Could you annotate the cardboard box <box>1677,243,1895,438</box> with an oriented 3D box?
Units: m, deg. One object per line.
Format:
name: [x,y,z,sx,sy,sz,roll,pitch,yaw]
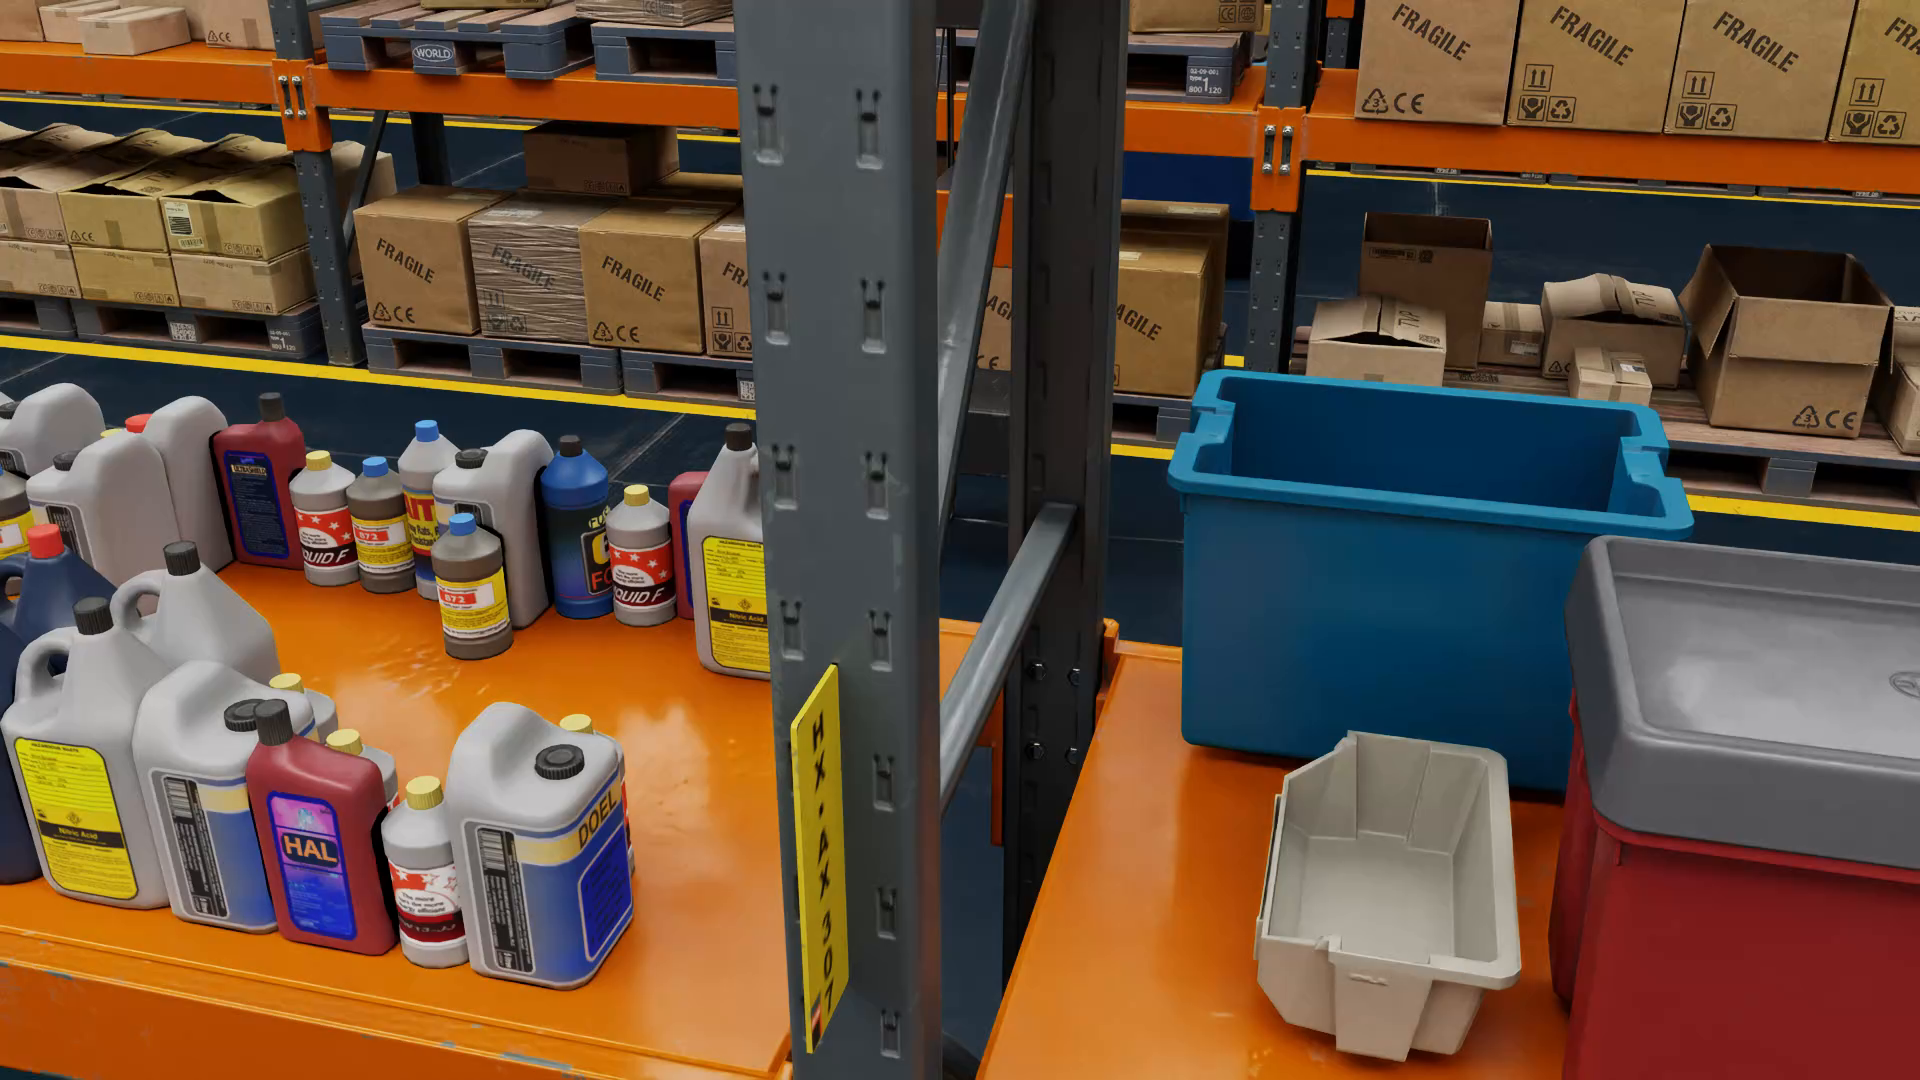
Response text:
cardboard box: [3.083,-0.771,6.271,0.637,0.503,0.797,6,26,13]

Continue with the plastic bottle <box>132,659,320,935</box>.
plastic bottle: [-0.791,0.273,1.831,0.135,0.276,0.152,6,26,13]

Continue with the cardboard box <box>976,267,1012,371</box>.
cardboard box: [0.236,-0.958,6.669,0.500,0.500,0.500,6,26,13]

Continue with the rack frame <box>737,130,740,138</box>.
rack frame: [-1.382,-4.389,11.479,0.127,3.000,1.000,6,26,13]

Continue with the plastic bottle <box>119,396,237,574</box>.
plastic bottle: [-1.226,-0.088,2.589,0.135,0.276,0.152,6,26,13]

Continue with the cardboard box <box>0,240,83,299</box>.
cardboard box: [-4.169,-1.338,7.781,0.500,0.250,0.500,7,26,14]

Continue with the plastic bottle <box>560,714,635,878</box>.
plastic bottle: [-0.425,0.292,1.879,0.097,0.201,0.097,0,25,0]

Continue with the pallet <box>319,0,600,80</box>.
pallet: [-1.938,-2.196,7.097,1.003,0.211,1.213,6,26,13]

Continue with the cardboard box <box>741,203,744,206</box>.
cardboard box: [-0.637,-1.285,7.355,0.500,0.500,0.500,5,26,11]

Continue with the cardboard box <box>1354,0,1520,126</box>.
cardboard box: [1.688,-1.775,5.873,0.500,0.500,0.500,7,26,14]

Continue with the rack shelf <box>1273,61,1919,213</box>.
rack shelf: [3.199,-1.359,5.952,4.000,0.370,1.077,6,26,13]

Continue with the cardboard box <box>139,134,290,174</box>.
cardboard box: [-3.557,-1.759,8.012,0.500,0.311,0.500,6,26,12]

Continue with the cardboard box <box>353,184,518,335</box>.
cardboard box: [-2.242,-1.229,7.237,0.500,0.500,0.500,7,26,15]

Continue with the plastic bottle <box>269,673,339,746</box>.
plastic bottle: [-0.778,0.253,1.961,0.097,0.201,0.097,0,25,0]

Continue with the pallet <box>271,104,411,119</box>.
pallet: [-4.501,-3.475,12.804,1.213,0.211,1.003,6,26,13]

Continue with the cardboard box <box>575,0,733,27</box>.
cardboard box: [-1.136,-2.363,6.619,0.500,0.500,0.700,11,28,23]

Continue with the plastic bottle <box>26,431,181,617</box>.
plastic bottle: [-1.263,-0.024,2.456,0.135,0.276,0.152,6,26,13]

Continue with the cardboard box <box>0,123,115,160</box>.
cardboard box: [-4.548,-1.869,8.244,0.500,0.311,0.500,6,26,12]

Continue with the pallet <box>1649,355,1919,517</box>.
pallet: [3.112,-0.435,6.419,1.213,0.211,1.003,6,26,13]

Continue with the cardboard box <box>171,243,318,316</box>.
cardboard box: [-3.182,-1.229,7.552,0.500,0.250,0.500,7,26,14]

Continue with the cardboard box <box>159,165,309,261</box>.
cardboard box: [-3.181,-1.481,7.429,0.500,0.311,0.500,7,26,14]

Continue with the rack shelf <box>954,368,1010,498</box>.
rack shelf: [0.160,-0.286,5.568,0.480,0.518,0.431,6,26,13]

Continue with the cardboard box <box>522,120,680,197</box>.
cardboard box: [-1.592,-1.728,7.414,0.500,0.250,0.500,7,26,15]

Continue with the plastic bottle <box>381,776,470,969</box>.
plastic bottle: [-0.557,0.345,1.767,0.097,0.201,0.097,0,25,0]

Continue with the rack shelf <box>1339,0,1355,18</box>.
rack shelf: [4.429,-3.422,10.285,4.000,0.370,1.077,6,26,13]

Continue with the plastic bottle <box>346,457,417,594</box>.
plastic bottle: [-0.883,-0.028,2.551,0.097,0.201,0.097,0,25,0]

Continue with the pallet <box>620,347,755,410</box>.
pallet: [-0.721,-0.840,7.269,1.213,0.211,1.003,6,26,13]

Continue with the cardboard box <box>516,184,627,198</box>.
cardboard box: [-1.648,-1.394,7.584,0.500,0.500,0.500,7,26,15]

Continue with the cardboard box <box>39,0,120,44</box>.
cardboard box: [-3.861,-2.326,7.438,0.250,0.149,0.380,8,27,17]

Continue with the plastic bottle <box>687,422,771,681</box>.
plastic bottle: [-0.275,0.009,2.299,0.185,0.351,0.144,6,26,13]

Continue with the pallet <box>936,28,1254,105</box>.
pallet: [0.515,-1.942,6.564,1.213,0.211,1.003,6,26,13]

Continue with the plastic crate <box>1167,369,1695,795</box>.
plastic crate: [0.562,0.052,2.100,0.575,0.384,0.392,6,26,13]

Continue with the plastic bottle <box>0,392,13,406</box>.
plastic bottle: [-1.556,-0.134,2.692,0.097,0.271,0.097,0,25,0]

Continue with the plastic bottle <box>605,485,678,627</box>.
plastic bottle: [-0.470,0.018,2.455,0.097,0.201,0.097,0,25,0]

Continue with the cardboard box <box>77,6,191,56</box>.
cardboard box: [-3.552,-2.194,7.161,0.250,0.149,0.380,6,26,13]

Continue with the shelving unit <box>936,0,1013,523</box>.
shelving unit: [0.160,-0.930,5.261,0.503,2.100,0.431,6,26,13]

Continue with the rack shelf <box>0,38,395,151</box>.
rack shelf: [-4.549,-2.216,7.751,4.000,0.370,1.077,6,26,13]

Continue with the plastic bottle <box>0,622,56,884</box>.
plastic bottle: [-1.126,0.204,1.889,0.185,0.351,0.144,6,26,13]

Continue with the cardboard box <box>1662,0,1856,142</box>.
cardboard box: [2.668,-1.667,5.646,0.500,0.500,0.500,6,26,13]

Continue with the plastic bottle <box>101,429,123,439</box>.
plastic bottle: [-1.331,-0.078,2.655,0.097,0.201,0.097,0,25,0]

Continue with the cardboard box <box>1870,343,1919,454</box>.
cardboard box: [3.635,-0.497,5.991,0.500,0.250,0.500,6,26,13]

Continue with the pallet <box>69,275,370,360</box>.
pallet: [-3.400,-1.172,7.965,1.213,0.211,1.003,6,26,13]

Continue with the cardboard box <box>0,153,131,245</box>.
cardboard box: [-4.174,-1.589,7.656,0.500,0.311,0.500,6,26,13]

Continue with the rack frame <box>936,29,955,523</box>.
rack frame: [-0.076,-0.956,5.316,0.015,2.100,0.400,6,26,13]

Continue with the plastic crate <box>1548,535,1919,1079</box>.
plastic crate: [0.827,0.308,1.470,0.583,0.464,0.402,6,26,13]

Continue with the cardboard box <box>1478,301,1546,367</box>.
cardboard box: [2.262,-0.851,6.854,0.250,0.149,0.380,6,26,13]

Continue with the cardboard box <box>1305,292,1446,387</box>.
cardboard box: [1.615,-0.748,6.447,0.500,0.311,0.500,6,26,13]

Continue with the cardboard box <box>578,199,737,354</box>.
cardboard box: [-1.249,-1.119,7.007,0.500,0.500,0.500,6,26,12]

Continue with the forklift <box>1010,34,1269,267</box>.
forklift: [0.343,-3.113,8.879,3.031,2.935,1.130,11,28,22]

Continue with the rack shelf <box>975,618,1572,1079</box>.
rack shelf: [1.962,0.703,1.622,4.000,0.370,1.077,6,26,13]

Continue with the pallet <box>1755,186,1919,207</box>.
pallet: [5.572,-2.326,10.391,1.213,0.211,1.003,6,26,13]

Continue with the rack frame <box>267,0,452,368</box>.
rack frame: [-2.612,-2.326,7.147,0.127,3.000,1.000,6,26,13]

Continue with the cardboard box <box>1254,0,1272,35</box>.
cardboard box: [1.830,-3.195,10.984,0.750,0.750,0.750,7,26,14]

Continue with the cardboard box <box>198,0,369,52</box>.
cardboard box: [-2.953,-2.343,7.286,0.500,0.311,0.500,8,27,16]

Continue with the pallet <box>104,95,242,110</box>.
pallet: [-5.915,-3.615,13.098,1.213,0.211,1.003,6,26,13]

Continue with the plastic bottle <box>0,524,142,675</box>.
plastic bottle: [-1.090,0.144,2.015,0.185,0.351,0.144,6,26,13]

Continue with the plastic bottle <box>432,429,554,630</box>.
plastic bottle: [-0.683,-0.028,2.463,0.135,0.276,0.152,6,26,13]

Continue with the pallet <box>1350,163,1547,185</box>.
pallet: [3.209,-2.588,10.940,1.213,0.211,1.003,6,26,13]
